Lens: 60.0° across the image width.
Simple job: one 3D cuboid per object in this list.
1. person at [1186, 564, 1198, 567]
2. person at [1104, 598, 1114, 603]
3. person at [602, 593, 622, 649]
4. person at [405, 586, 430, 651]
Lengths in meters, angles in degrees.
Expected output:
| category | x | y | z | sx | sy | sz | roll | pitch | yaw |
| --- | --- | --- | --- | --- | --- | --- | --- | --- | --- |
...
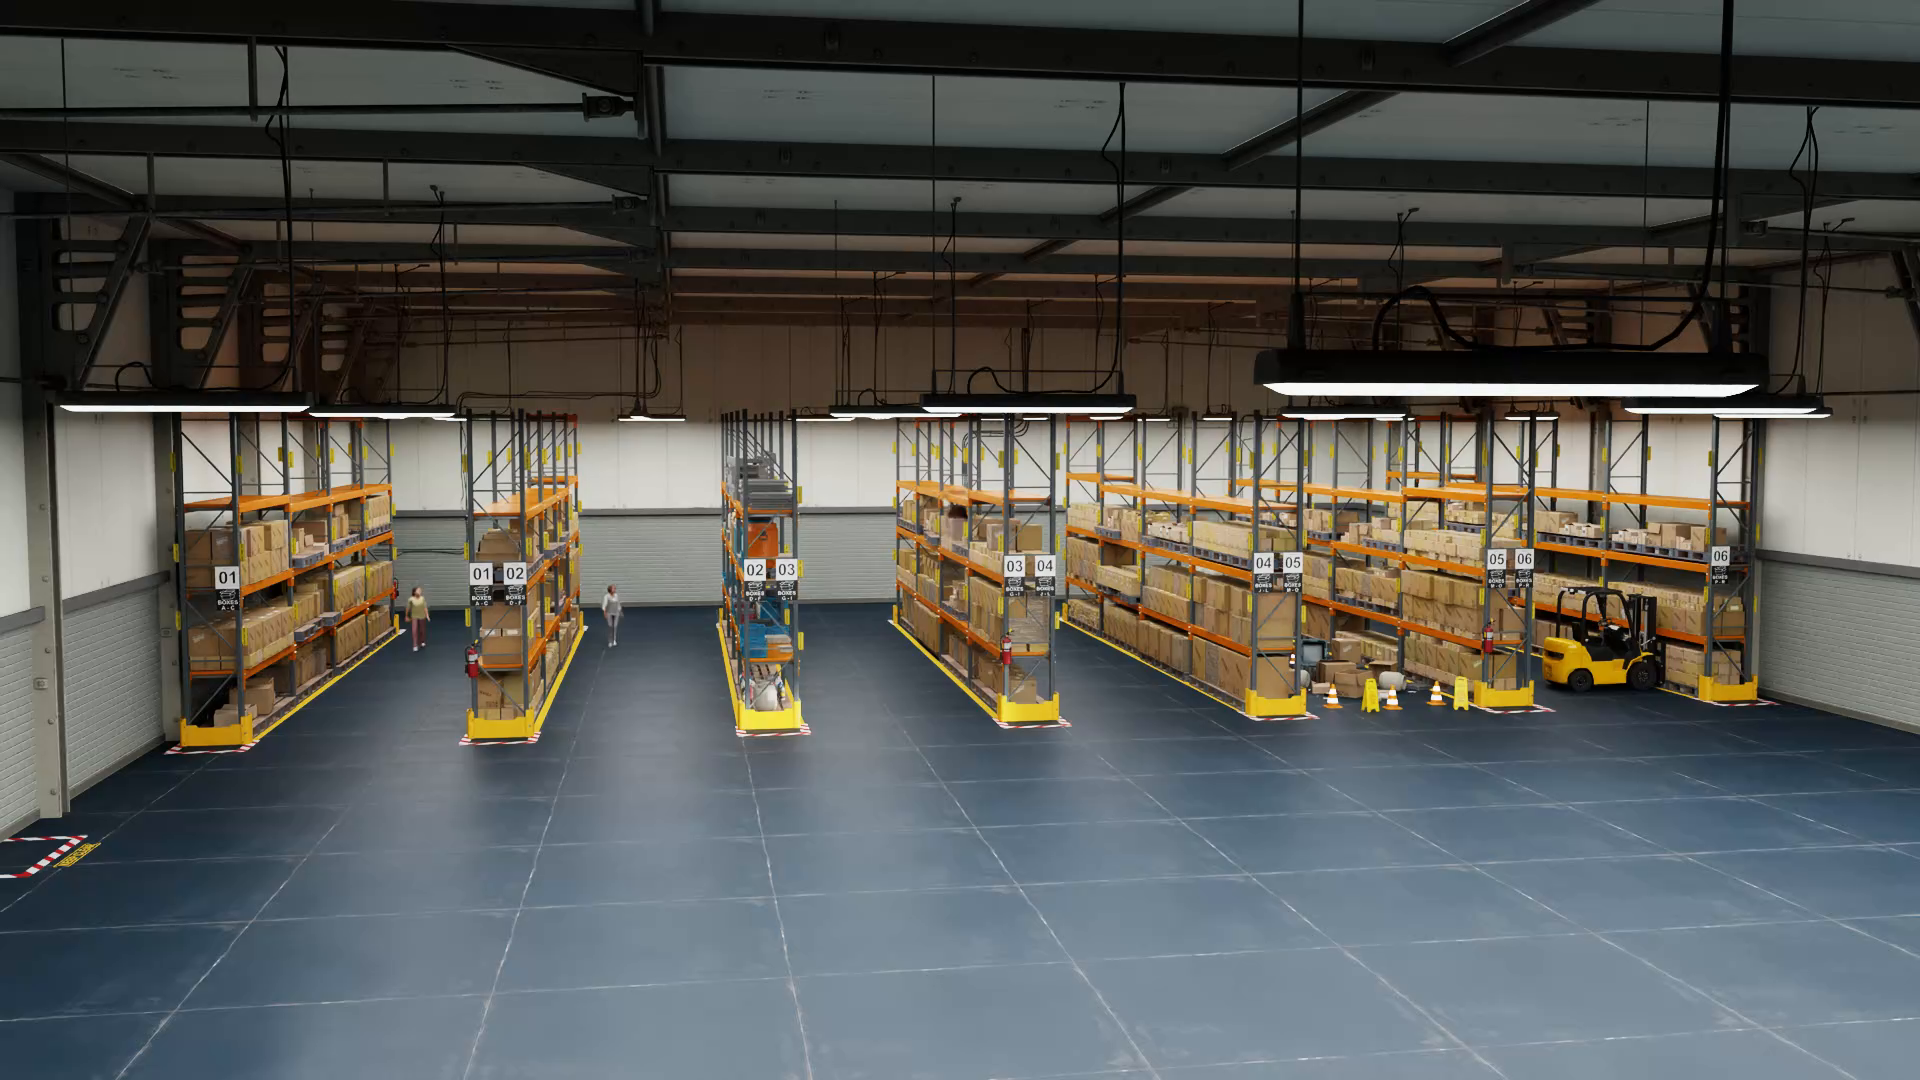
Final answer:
| category | x | y | z | sx | sy | sz | roll | pitch | yaw |
| --- | --- | --- | --- | --- | --- | --- | --- | --- | --- |
| person | 6.998 | 1.331 | 50.464 | 0.522 | 1.709 | 0.512 | -1 | 4 | -14 |
| person | 4.508 | 1.637 | 51.363 | 0.383 | 0.981 | 0.593 | 4 | 5 | 43 |
| person | -8.923 | 2.065 | 42.648 | 0.479 | 1.395 | 0.678 | -1 | 4 | -17 |
| person | -13.747 | 1.978 | 42.108 | 0.613 | 1.621 | 1.064 | -1 | 4 | -14 |
